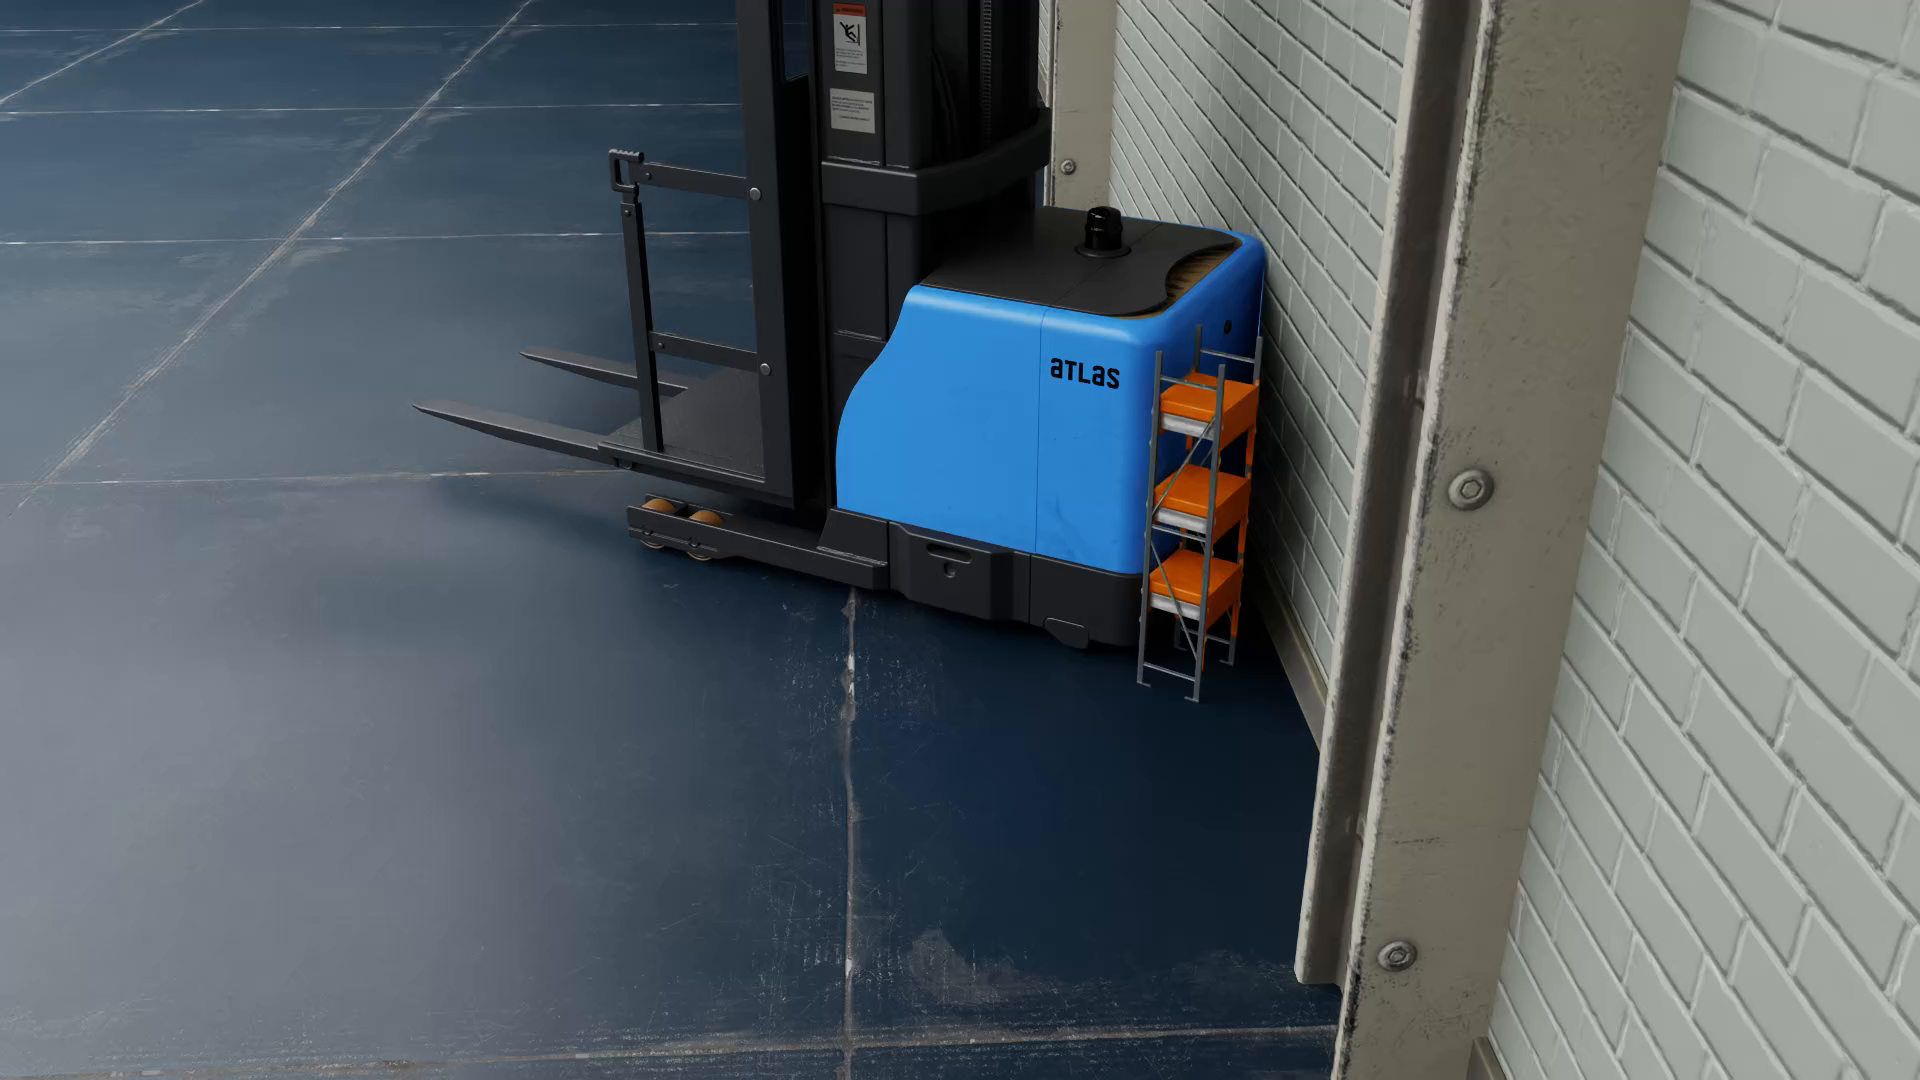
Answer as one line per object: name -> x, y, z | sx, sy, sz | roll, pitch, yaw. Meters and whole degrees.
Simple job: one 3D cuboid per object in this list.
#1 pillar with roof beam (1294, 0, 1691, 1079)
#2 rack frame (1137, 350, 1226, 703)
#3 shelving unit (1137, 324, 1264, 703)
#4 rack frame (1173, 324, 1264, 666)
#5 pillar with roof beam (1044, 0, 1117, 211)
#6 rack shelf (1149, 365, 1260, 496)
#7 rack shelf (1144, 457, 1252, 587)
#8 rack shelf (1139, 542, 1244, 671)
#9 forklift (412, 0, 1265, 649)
pillar with roof beam -> -3.362, -2.810, 1.406 | 9.100, 9.000, 0.400 | -1, 28, -3
rack frame -> 0.611, -0.017, 4.647 | 0.200, 1.050, 0.008 | 16, 32, 29
shelving unit -> 0.677, -0.064, 4.738 | 0.215, 1.050, 0.252 | 16, 32, 29
rack frame -> 0.743, -0.112, 4.829 | 0.200, 1.050, 0.008 | 16, 32, 29
pillar with roof beam -> -3.675, -5.580, 6.719 | 9.100, 9.000, 0.400 | -1, 28, -3
rack shelf -> 0.677, -0.307, 4.612 | 0.215, 0.259, 0.240 | 16, 32, 29
rack shelf -> 0.677, -0.055, 4.743 | 0.215, 0.259, 0.240 | 16, 32, 29
rack shelf -> 0.677, 0.191, 4.872 | 0.215, 0.259, 0.240 | 16, 32, 29
forklift -> -0.562, -1.432, 5.325 | 3.031, 2.935, 1.130 | 13, 30, 24
